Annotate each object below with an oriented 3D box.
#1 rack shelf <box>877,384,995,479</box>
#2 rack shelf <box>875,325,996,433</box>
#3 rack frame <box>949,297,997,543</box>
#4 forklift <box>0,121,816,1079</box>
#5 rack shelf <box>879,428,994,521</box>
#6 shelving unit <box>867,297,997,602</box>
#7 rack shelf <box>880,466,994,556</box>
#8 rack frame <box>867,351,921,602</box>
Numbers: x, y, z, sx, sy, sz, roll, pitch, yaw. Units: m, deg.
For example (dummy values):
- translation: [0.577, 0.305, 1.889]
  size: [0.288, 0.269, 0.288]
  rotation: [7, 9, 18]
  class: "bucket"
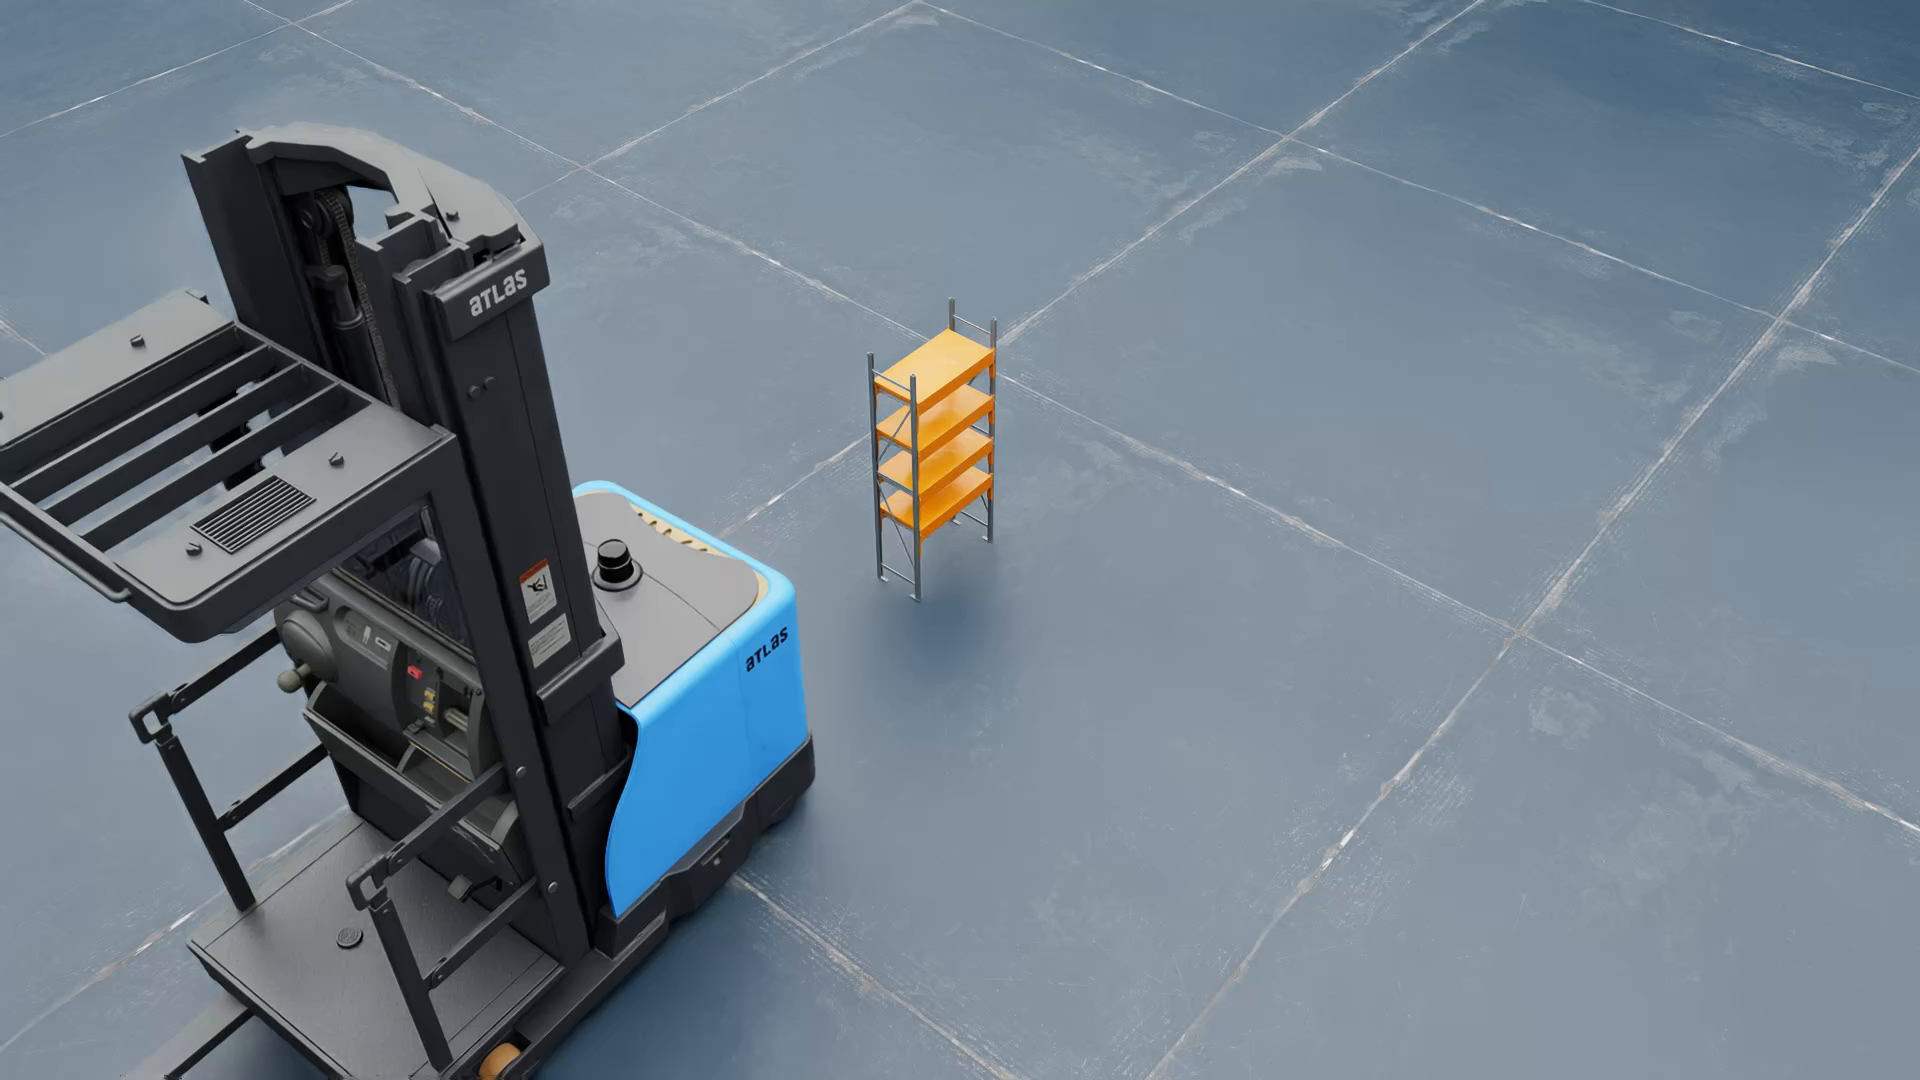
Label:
- translation: [-0.107, -0.474, 6.830]
  size: [0.258, 0.148, 0.480]
  rotation: [29, 50, 28]
  class: "rack shelf"
- translation: [-0.107, -0.649, 6.671]
  size: [0.258, 0.148, 0.480]
  rotation: [29, 50, 28]
  class: "rack shelf"
- translation: [0.051, -0.484, 7.073]
  size: [0.240, 1.200, 0.015]
  rotation: [29, 50, 28]
  class: "rack frame"
- translation: [-1.832, 0.454, 4.754]
  size: [1.130, 2.935, 3.031]
  rotation: [27, 49, 26]
  class: "forklift"
- translation: [-0.107, -0.309, 6.980]
  size: [0.258, 0.148, 0.480]
  rotation: [29, 50, 28]
  class: "rack shelf"
- translation: [-0.107, -0.359, 6.935]
  size: [0.258, 1.200, 0.503]
  rotation: [29, 50, 28]
  class: "shelving unit"
- translation: [-0.107, -0.162, 7.114]
  size: [0.258, 0.148, 0.480]
  rotation: [29, 50, 28]
  class: "rack shelf"
- translation: [-0.264, -0.233, 6.797]
  size: [0.240, 1.200, 0.015]
  rotation: [29, 50, 28]
  class: "rack frame"
